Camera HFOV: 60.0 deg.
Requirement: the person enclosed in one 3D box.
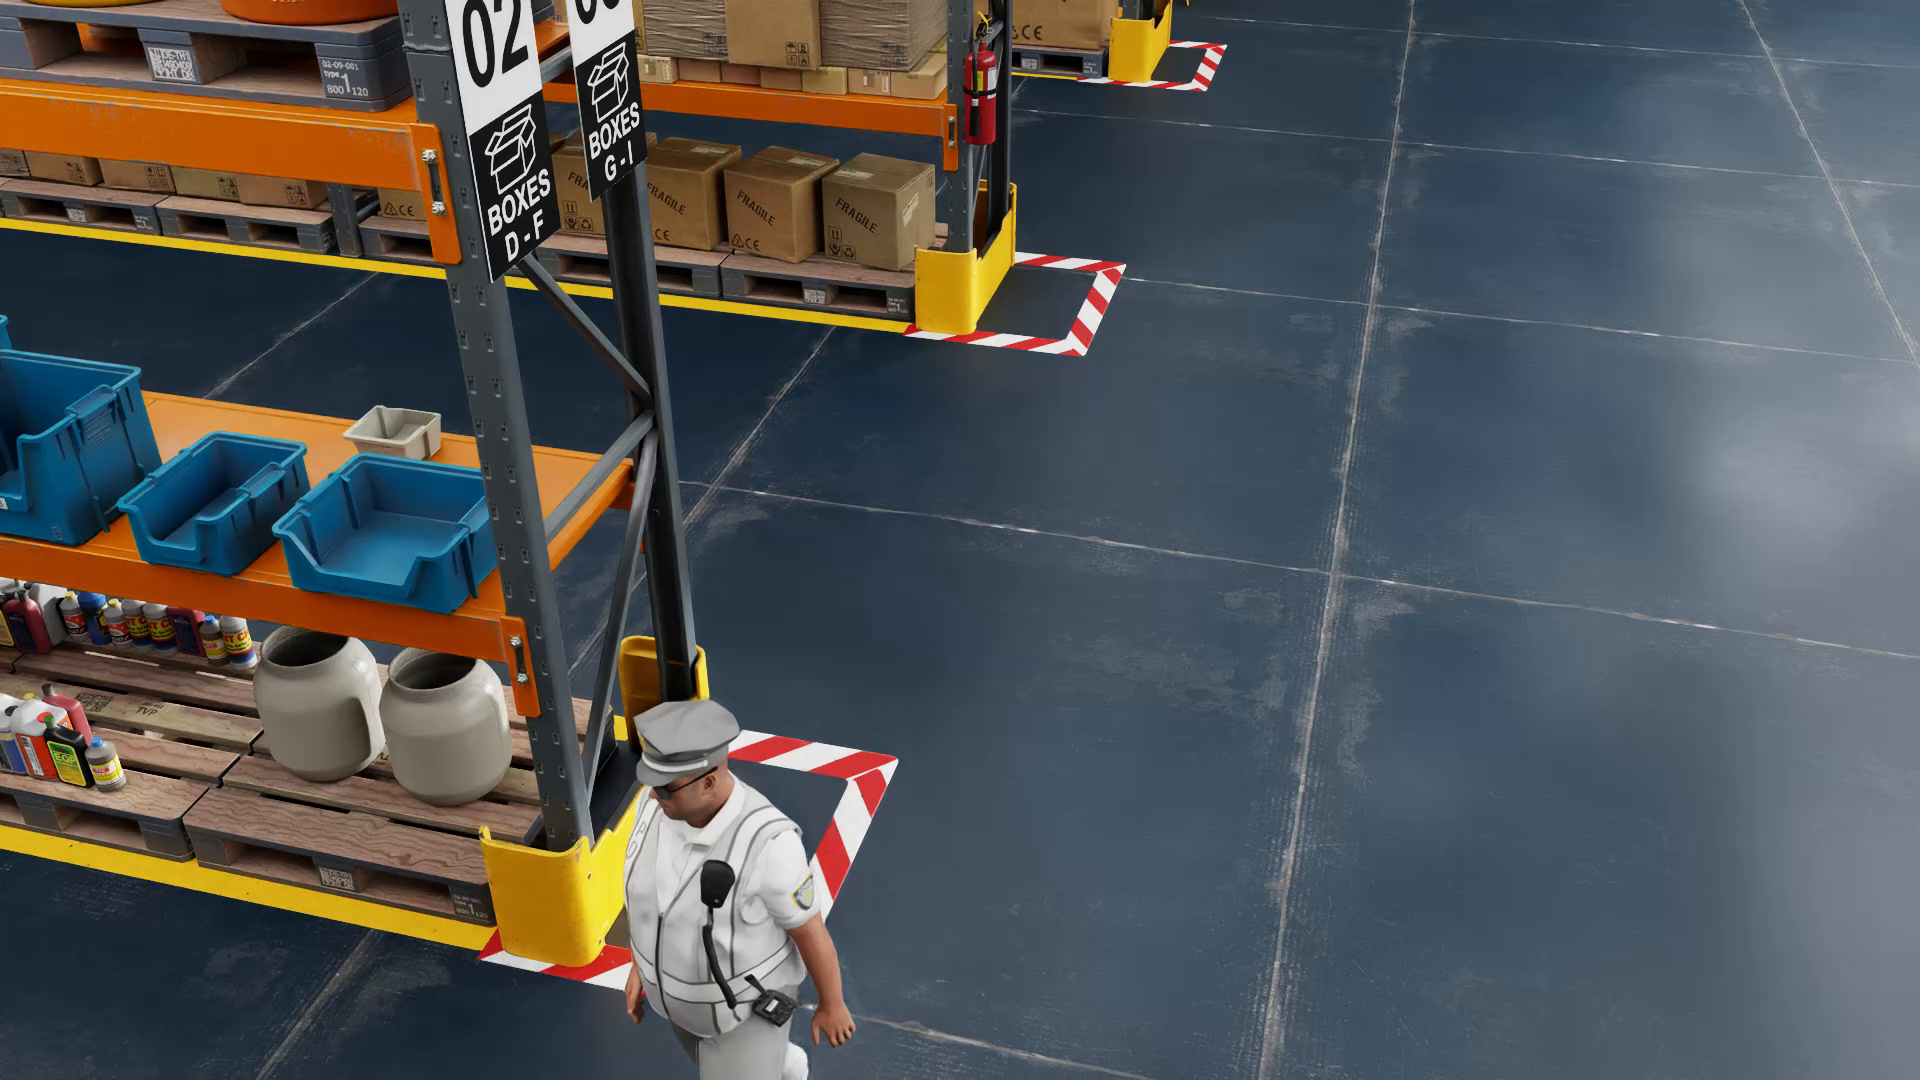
[{"bbox_3d":[-0.643,1.175,4.307,0.601,1.694,0.903,23,39,31],"label":"person"}]
